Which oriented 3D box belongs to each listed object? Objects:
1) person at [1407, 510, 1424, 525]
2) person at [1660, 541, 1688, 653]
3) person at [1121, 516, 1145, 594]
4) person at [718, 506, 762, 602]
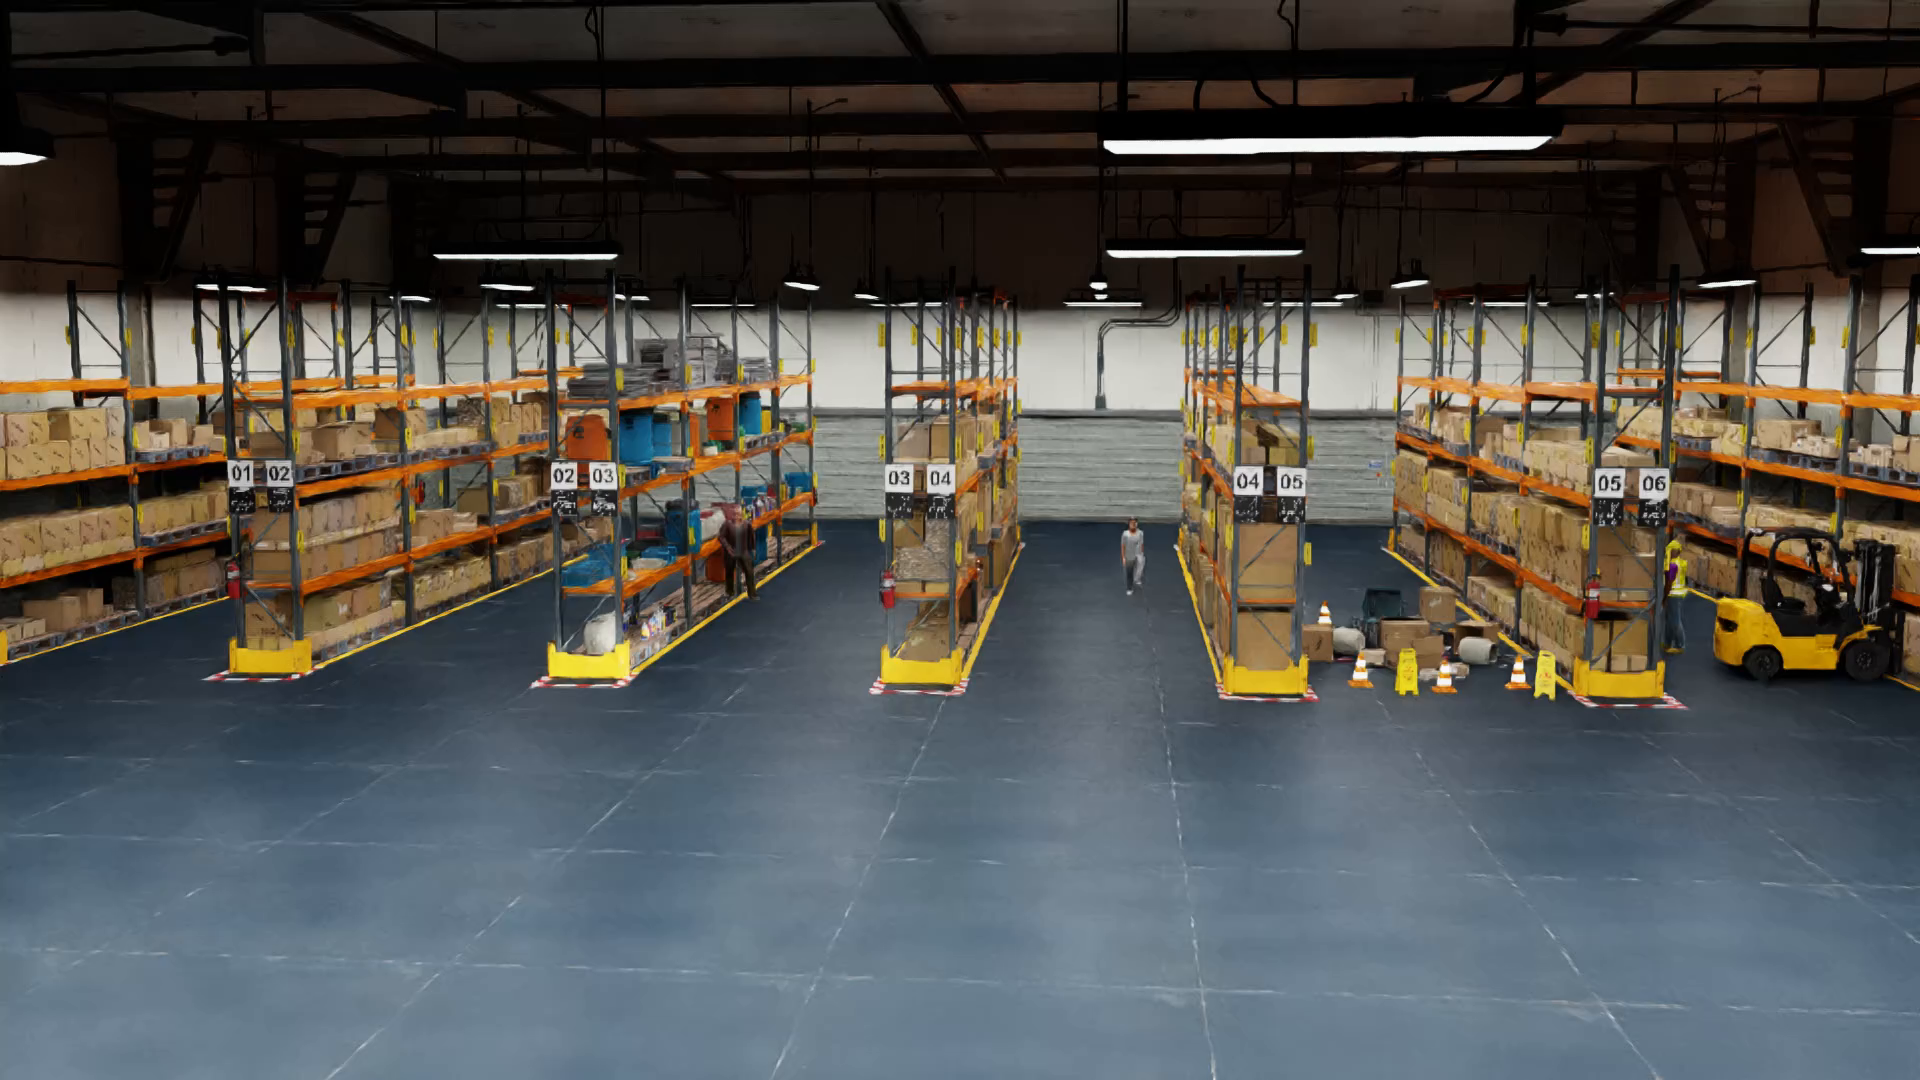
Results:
[{"bbox_3d":[11.473,-0.965,41.864,0.465,1.760,0.714,-3,8,-24],"label":"person"},{"bbox_3d":[11.365,0.887,26.597,0.580,1.763,0.673,5,9,37],"label":"person"},{"bbox_3d":[3.321,0.320,31.892,0.474,1.571,1.117,1,7,7],"label":"person"},{"bbox_3d":[-3.988,0.329,29.895,0.735,1.531,0.871,-2,7,-13],"label":"person"}]
